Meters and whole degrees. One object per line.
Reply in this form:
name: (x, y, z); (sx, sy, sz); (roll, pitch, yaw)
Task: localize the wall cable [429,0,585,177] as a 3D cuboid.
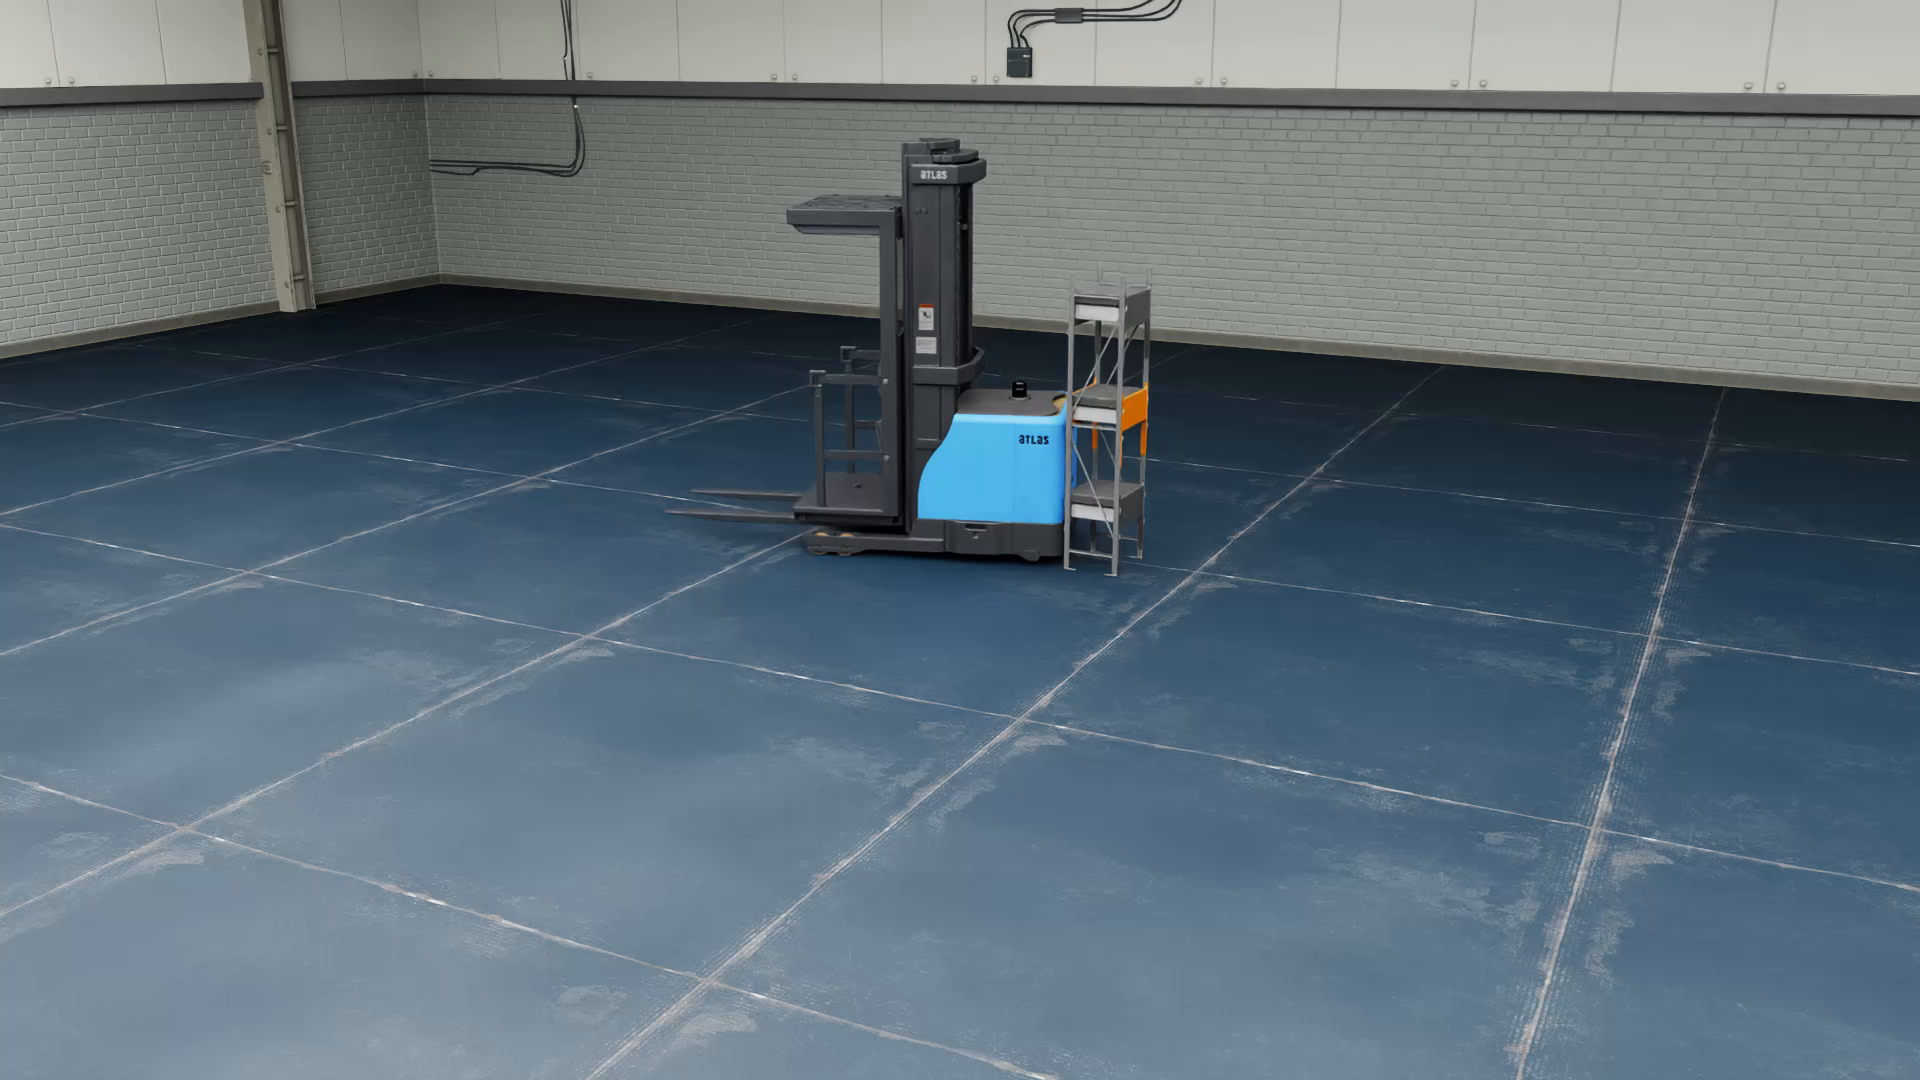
wall cable: (-6.853, -6.659, 24.593); (3.097, 2.526, 0.112); (8, 18, 25)

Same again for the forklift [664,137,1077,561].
forklift: (-0.669, -1.429, 12.187); (3.031, 2.935, 1.130); (3, 17, 9)

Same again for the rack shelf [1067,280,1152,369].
rack shelf: (1.032, -1.492, 11.448); (0.431, 0.518, 0.480); (8, 18, 26)

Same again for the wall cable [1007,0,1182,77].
wall cable: (1.633, -8.566, 19.586); (2.305, 6.003, 0.169); (8, 18, 25)

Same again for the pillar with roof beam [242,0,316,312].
pillar with roof beam: (-5.501, -7.018, 20.347); (9.100, 9.000, 0.400); (8, 18, 25)

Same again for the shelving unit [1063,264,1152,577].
shelving unit: (1.031, -0.834, 11.642); (0.431, 2.100, 0.503); (8, 18, 26)

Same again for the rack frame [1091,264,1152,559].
rack frame: (1.142, -0.895, 11.850); (0.400, 2.100, 0.015); (8, 18, 26)

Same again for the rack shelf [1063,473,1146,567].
rack shelf: (1.031, -0.149, 11.843); (0.431, 0.518, 0.480); (8, 18, 26)

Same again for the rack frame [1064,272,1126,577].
rack frame: (0.920, -0.772, 11.433); (0.400, 2.100, 0.015); (8, 18, 26)

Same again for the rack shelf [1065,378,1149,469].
rack shelf: (1.031, -0.821, 11.645); (0.431, 0.518, 0.480); (8, 18, 26)
